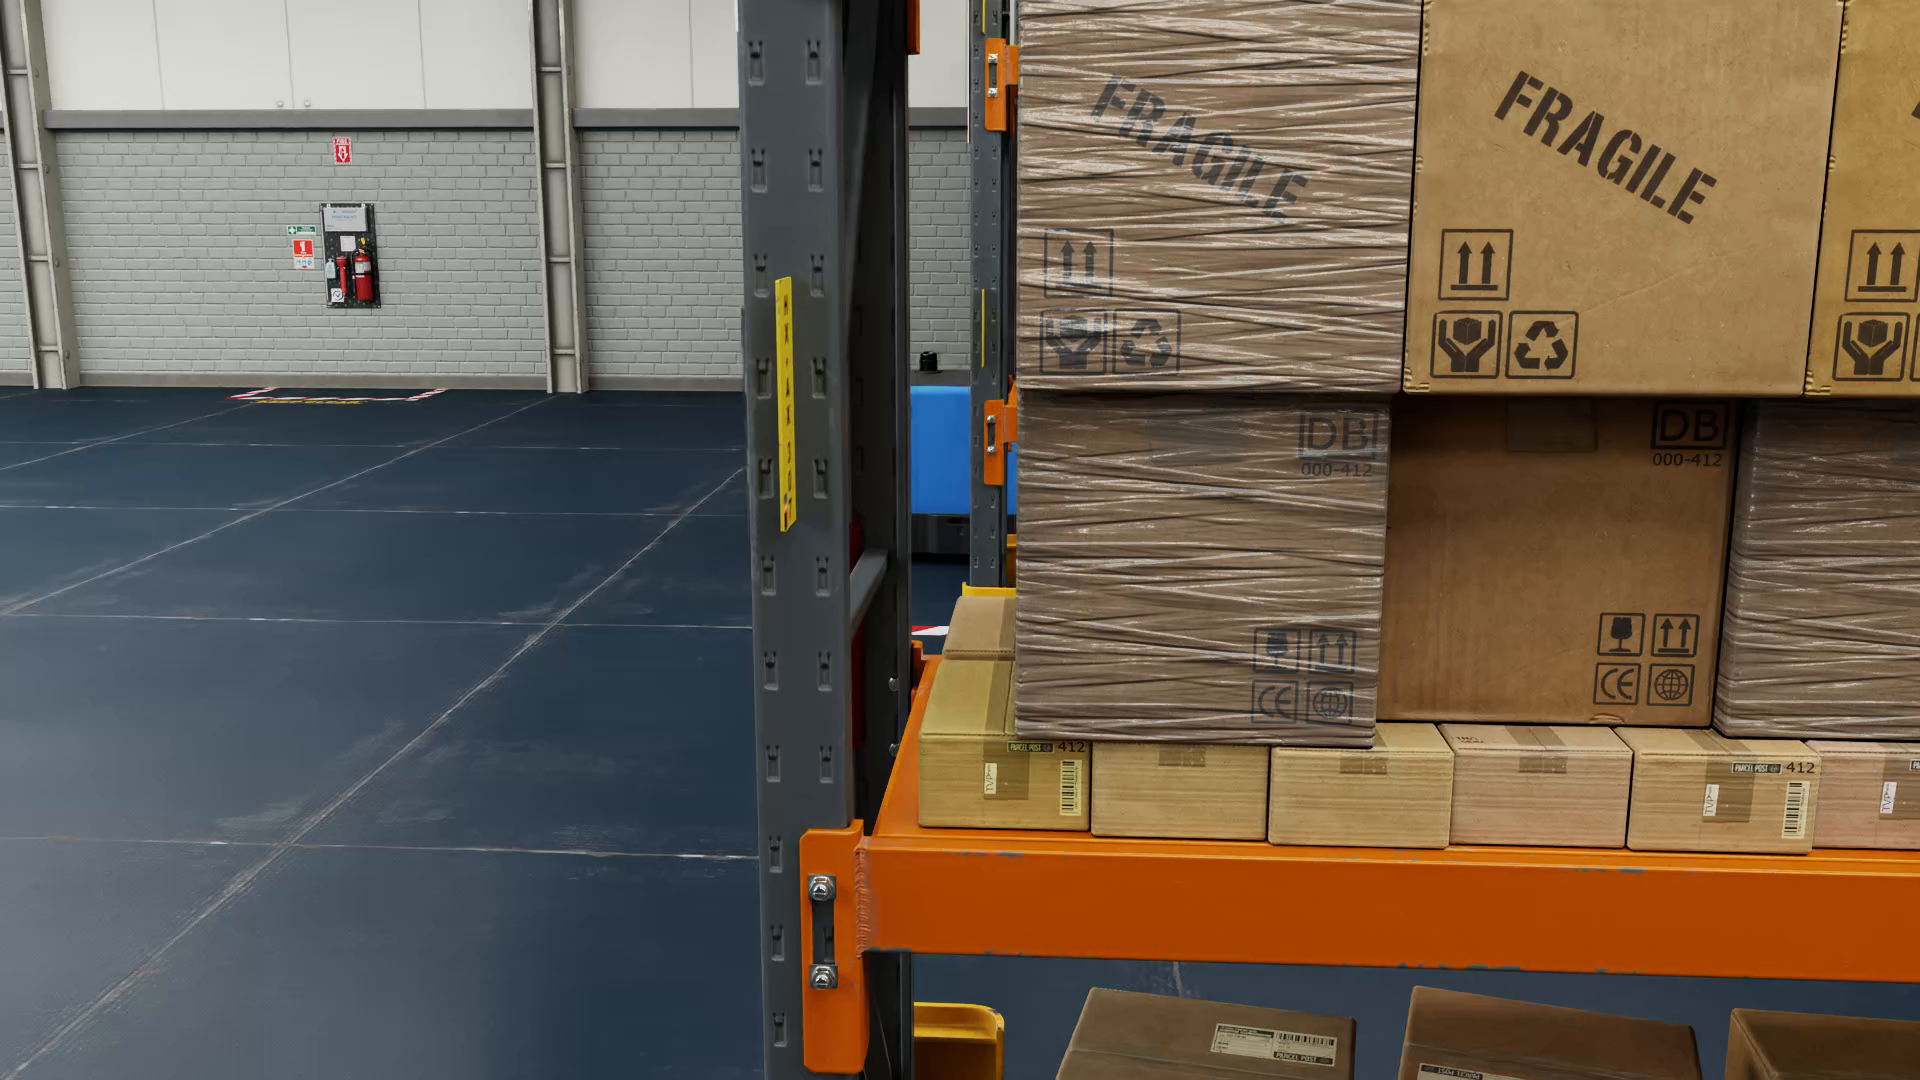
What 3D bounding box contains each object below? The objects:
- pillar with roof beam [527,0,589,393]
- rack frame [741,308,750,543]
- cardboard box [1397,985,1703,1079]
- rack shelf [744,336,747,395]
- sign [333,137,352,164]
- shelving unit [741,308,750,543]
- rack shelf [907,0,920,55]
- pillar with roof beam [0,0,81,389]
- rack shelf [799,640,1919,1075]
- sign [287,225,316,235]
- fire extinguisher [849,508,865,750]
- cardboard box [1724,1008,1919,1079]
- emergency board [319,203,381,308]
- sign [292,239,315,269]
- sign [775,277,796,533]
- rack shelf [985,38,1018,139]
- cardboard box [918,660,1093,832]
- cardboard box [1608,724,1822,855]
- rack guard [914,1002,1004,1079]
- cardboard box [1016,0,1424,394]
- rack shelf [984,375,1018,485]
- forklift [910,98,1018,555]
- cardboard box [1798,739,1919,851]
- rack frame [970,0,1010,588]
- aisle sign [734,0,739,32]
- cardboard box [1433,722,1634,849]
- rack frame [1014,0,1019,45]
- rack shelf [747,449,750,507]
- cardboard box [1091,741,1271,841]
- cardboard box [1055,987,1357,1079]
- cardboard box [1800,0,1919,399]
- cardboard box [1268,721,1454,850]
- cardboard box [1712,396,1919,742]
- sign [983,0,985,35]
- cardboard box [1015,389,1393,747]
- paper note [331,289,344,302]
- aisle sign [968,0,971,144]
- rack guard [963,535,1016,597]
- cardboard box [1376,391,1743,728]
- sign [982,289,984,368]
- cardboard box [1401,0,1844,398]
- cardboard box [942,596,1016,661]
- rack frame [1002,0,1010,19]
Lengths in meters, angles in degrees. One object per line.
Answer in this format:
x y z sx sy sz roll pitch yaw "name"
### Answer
-4.717 -5.208 13.686 0.400 9.000 9.100 1 12 4 "pillar with roof beam"
-1.341 -0.753 10.703 0.023 1.500 0.400 1 12 4 "rack frame"
1.029 1.165 2.950 0.500 0.500 0.500 4 12 19 "cardboard box"
-0.976 -1.130 10.599 0.720 0.370 0.431 1 12 4 "rack shelf"
-6.893 -4.347 18.564 0.199 0.298 0.001 1 12 4 "sign"
-0.976 -0.748 10.679 0.755 1.500 0.431 1 12 4 "shelving unit"
1.804 -0.954 2.436 4.000 0.370 1.077 1 12 4 "rack shelf"
-10.703 -5.290 14.078 0.400 9.000 9.100 1 12 4 "pillar with roof beam"
1.804 0.514 2.743 4.000 0.370 1.077 1 12 4 "rack shelf"
-7.433 -3.496 18.773 0.331 0.109 0.001 1 12 4 "sign"
-0.275 0.076 3.265 0.183 0.674 0.296 1 12 4 "fire extinguisher"
1.653 1.178 2.891 0.500 0.500 0.500 2 12 9 "cardboard box"
-6.892 -3.192 18.703 0.643 1.169 0.194 1 12 4 "emergency board"
-7.437 -3.238 18.836 0.234 0.329 0.001 1 12 4 "sign"
-0.228 -0.179 2.181 0.005 0.325 0.100 1 12 4 "sign"
2.135 -1.966 7.273 4.000 0.370 1.077 1 12 4 "rack shelf"
0.077 0.310 2.574 0.250 0.149 0.380 1 12 4 "cardboard box"
1.073 0.328 2.489 0.250 0.149 0.380 1 12 4 "cardboard box"
-0.116 1.359 3.051 0.348 0.500 1.175 1 12 4 "rack guard"
0.339 -0.486 2.355 0.500 0.500 0.500 1 12 4 "cardboard box"
2.135 -0.498 7.580 4.000 0.370 1.077 1 12 4 "rack shelf"
0.918 -1.379 10.202 3.031 2.935 1.130 1 12 4 "forklift"
1.325 0.326 2.499 0.250 0.149 0.380 1 12 4 "cardboard box"
0.140 -0.878 7.637 0.127 3.000 1.000 1 12 4 "rack frame"
-0.273 -1.078 2.245 0.004 0.787 0.394 1 12 4 "aisle sign"
0.824 0.323 2.512 0.250 0.149 0.380 1 12 4 "cardboard box"
0.474 -4.826 11.860 0.127 3.000 1.000 1 12 4 "rack frame"
-0.976 -0.428 10.746 0.720 0.370 0.431 1 12 4 "rack shelf"
0.325 0.317 2.539 0.250 0.149 0.380 1 12 4 "cardboard box"
0.430 1.164 2.956 0.500 0.500 0.500 3 12 14 "cardboard box"
1.336 -0.472 2.284 0.500 0.500 0.500 1 12 4 "cardboard box"
0.574 0.324 2.508 0.250 0.149 0.380 1 12 4 "cardboard box"
1.358 -0.049 2.706 0.500 0.500 0.875 1 12 4 "cardboard box"
0.098 -2.238 6.792 0.005 0.325 0.100 1 12 4 "sign"
0.355 -0.047 2.697 0.500 0.500 0.875 1 12 4 "cardboard box"
-7.064 -2.778 18.872 0.142 0.148 0.016 1 12 4 "paper note"
0.048 -2.091 7.090 0.004 0.787 0.394 1 12 4 "aisle sign"
0.218 0.337 7.934 0.348 0.500 1.175 1 12 4 "rack guard"
0.862 -0.065 2.781 0.500 0.500 0.875 1 12 4 "cardboard box"
0.098 -0.901 7.072 0.005 0.325 0.100 1 12 4 "sign"
0.838 -0.478 2.315 0.500 0.500 0.500 1 12 4 "cardboard box"
0.107 0.219 3.009 0.250 0.149 0.380 1 12 4 "cardboard box"
0.140 -3.814 7.023 0.127 3.000 1.000 1 12 4 "rack frame"
